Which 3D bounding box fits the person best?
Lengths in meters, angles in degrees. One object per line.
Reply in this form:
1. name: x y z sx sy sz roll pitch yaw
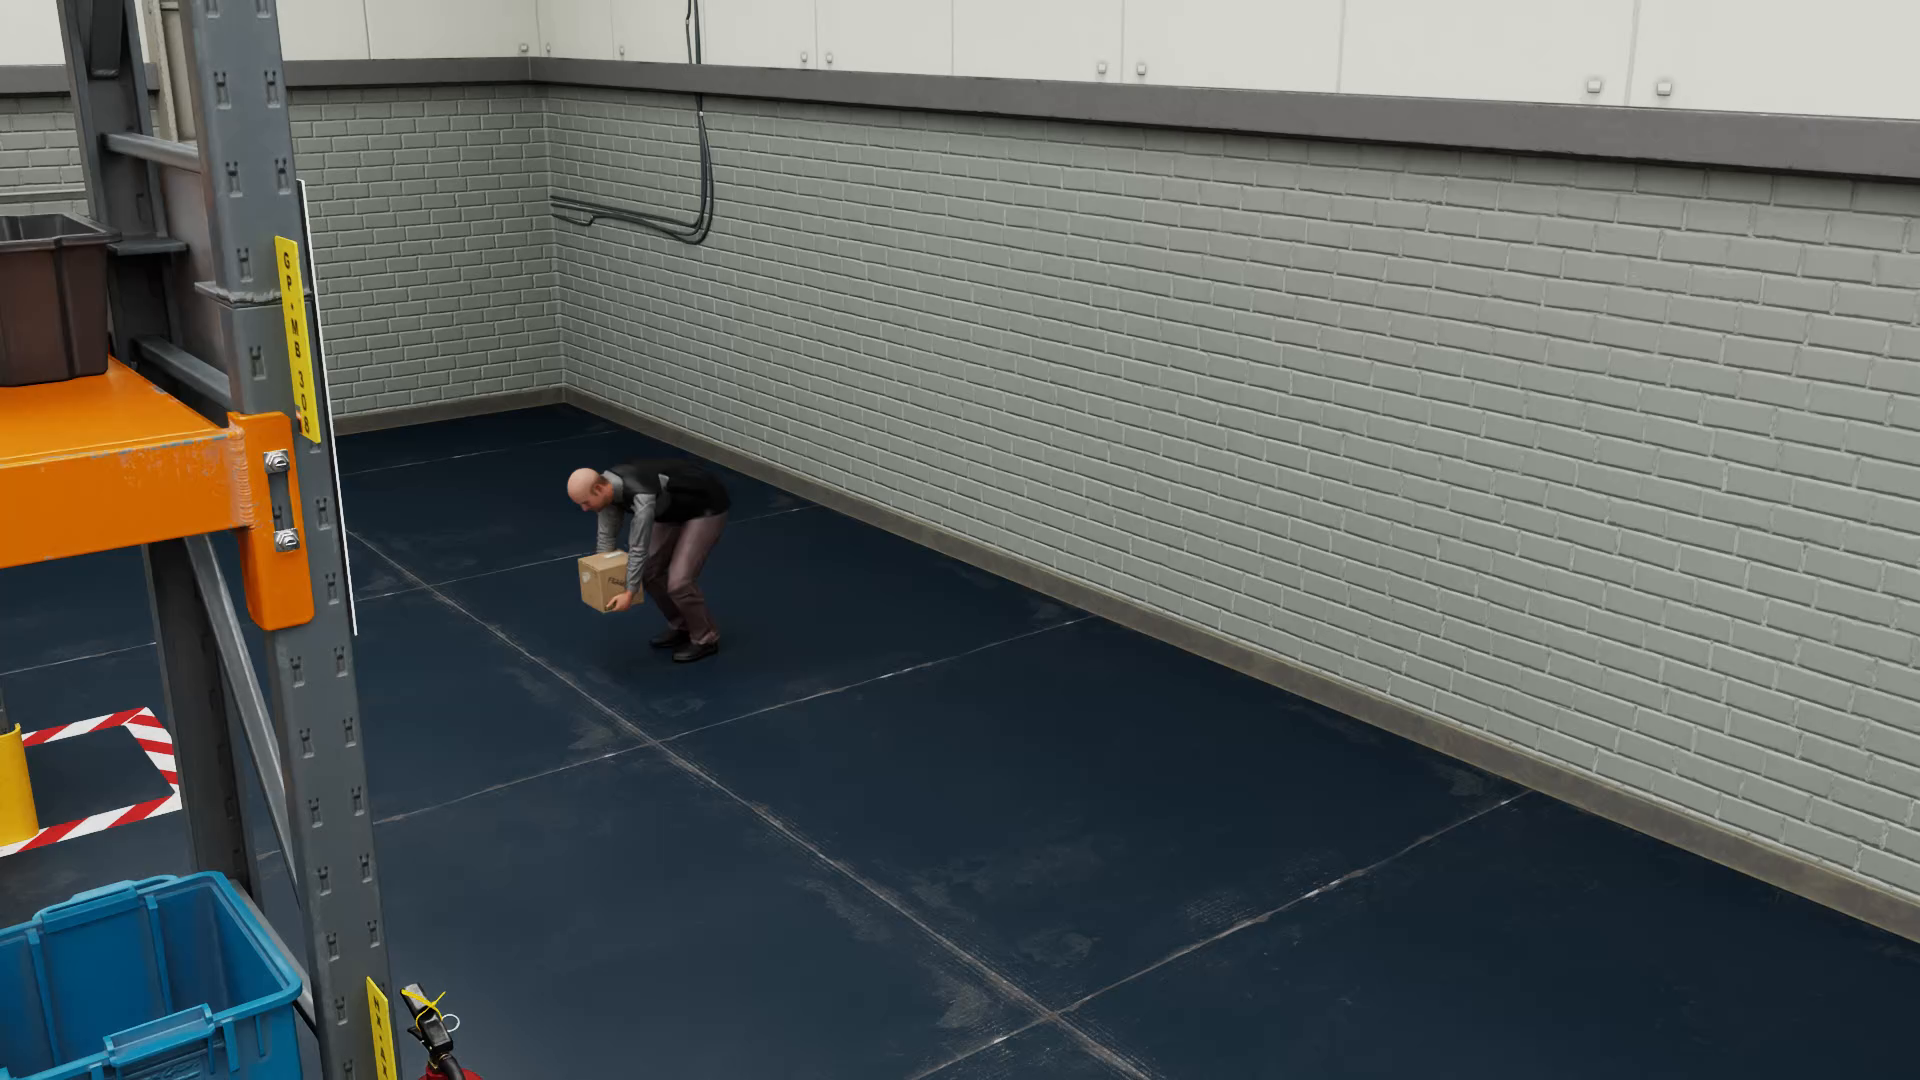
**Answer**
1. person: -1.708 0.105 9.187 0.936 1.164 0.484 -15 23 -38
